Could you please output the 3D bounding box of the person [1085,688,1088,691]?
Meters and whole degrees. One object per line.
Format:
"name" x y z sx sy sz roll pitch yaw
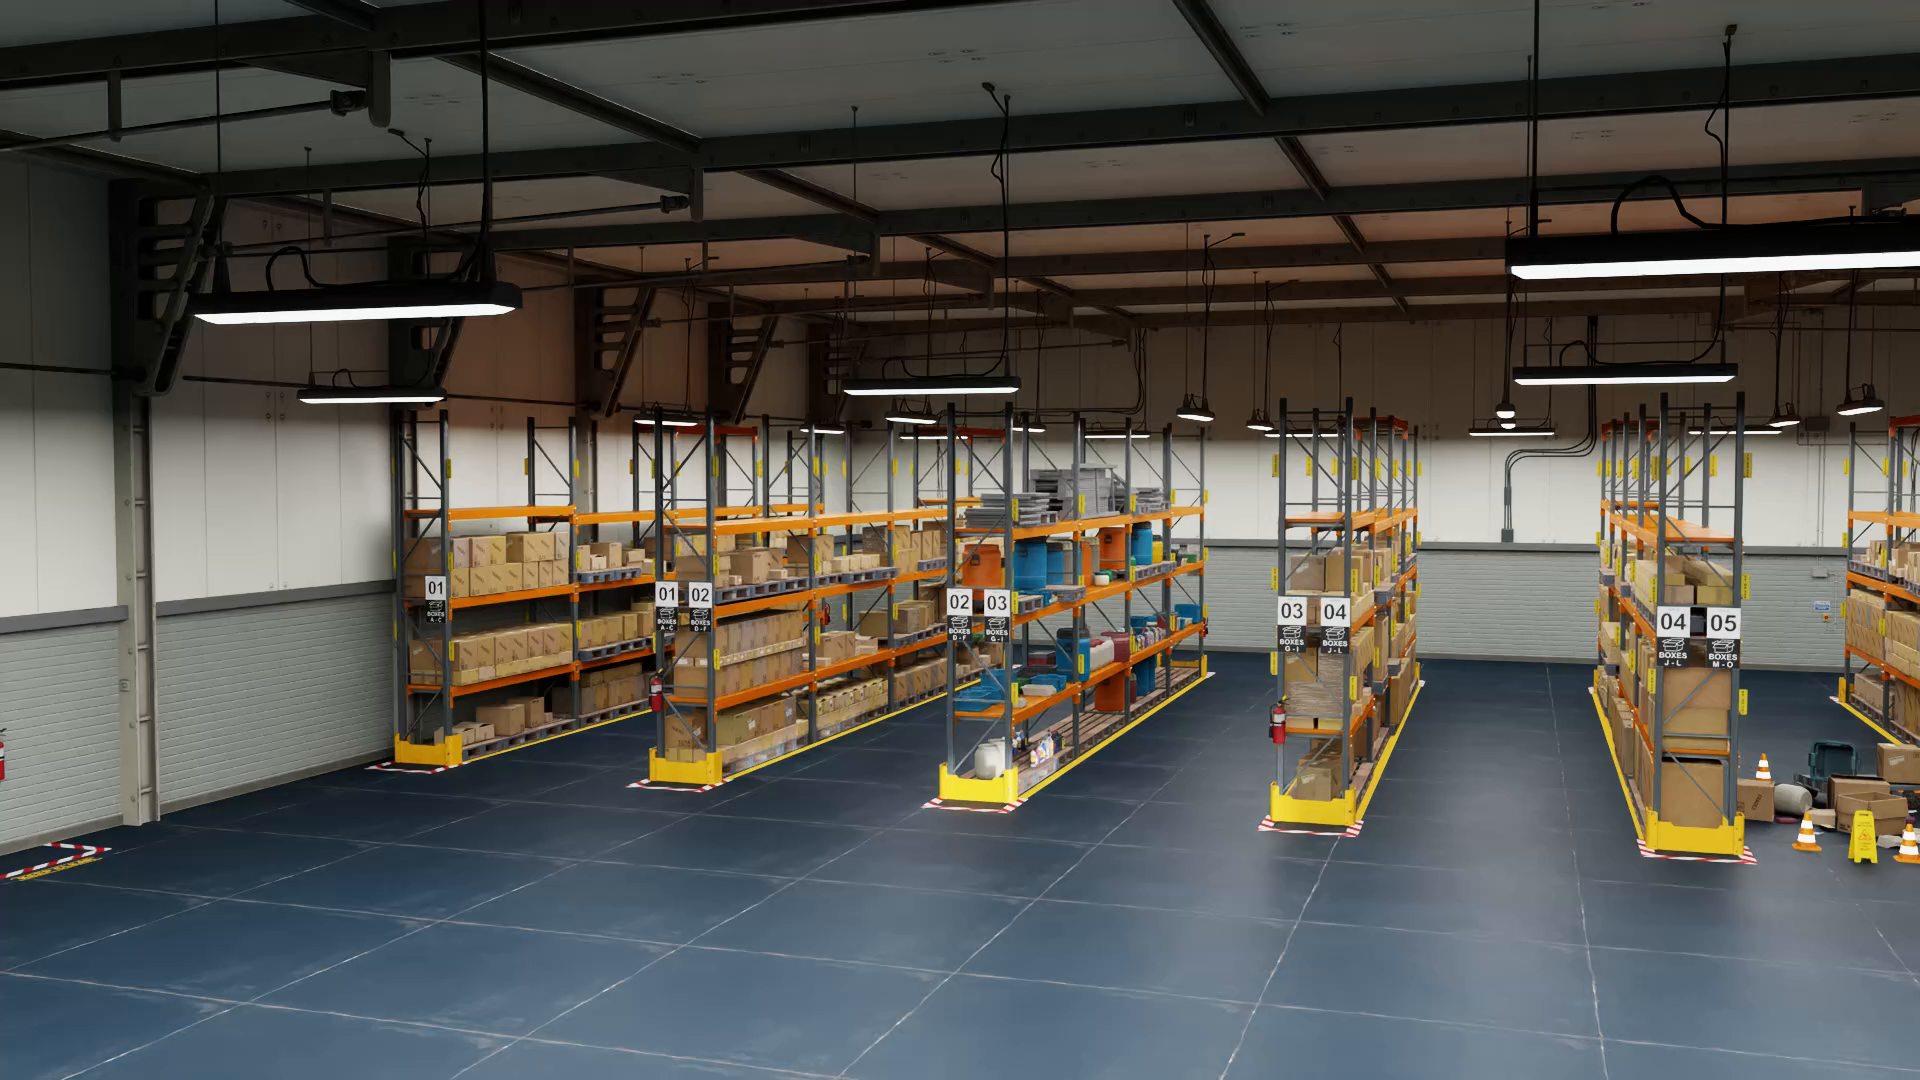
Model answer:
"person" 2.655 2.636 36.883 0.758 1.559 0.419 -2 3 -42

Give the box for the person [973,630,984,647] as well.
"person" 0.568 2.209 44.444 0.543 1.763 0.885 -2 3 -33
